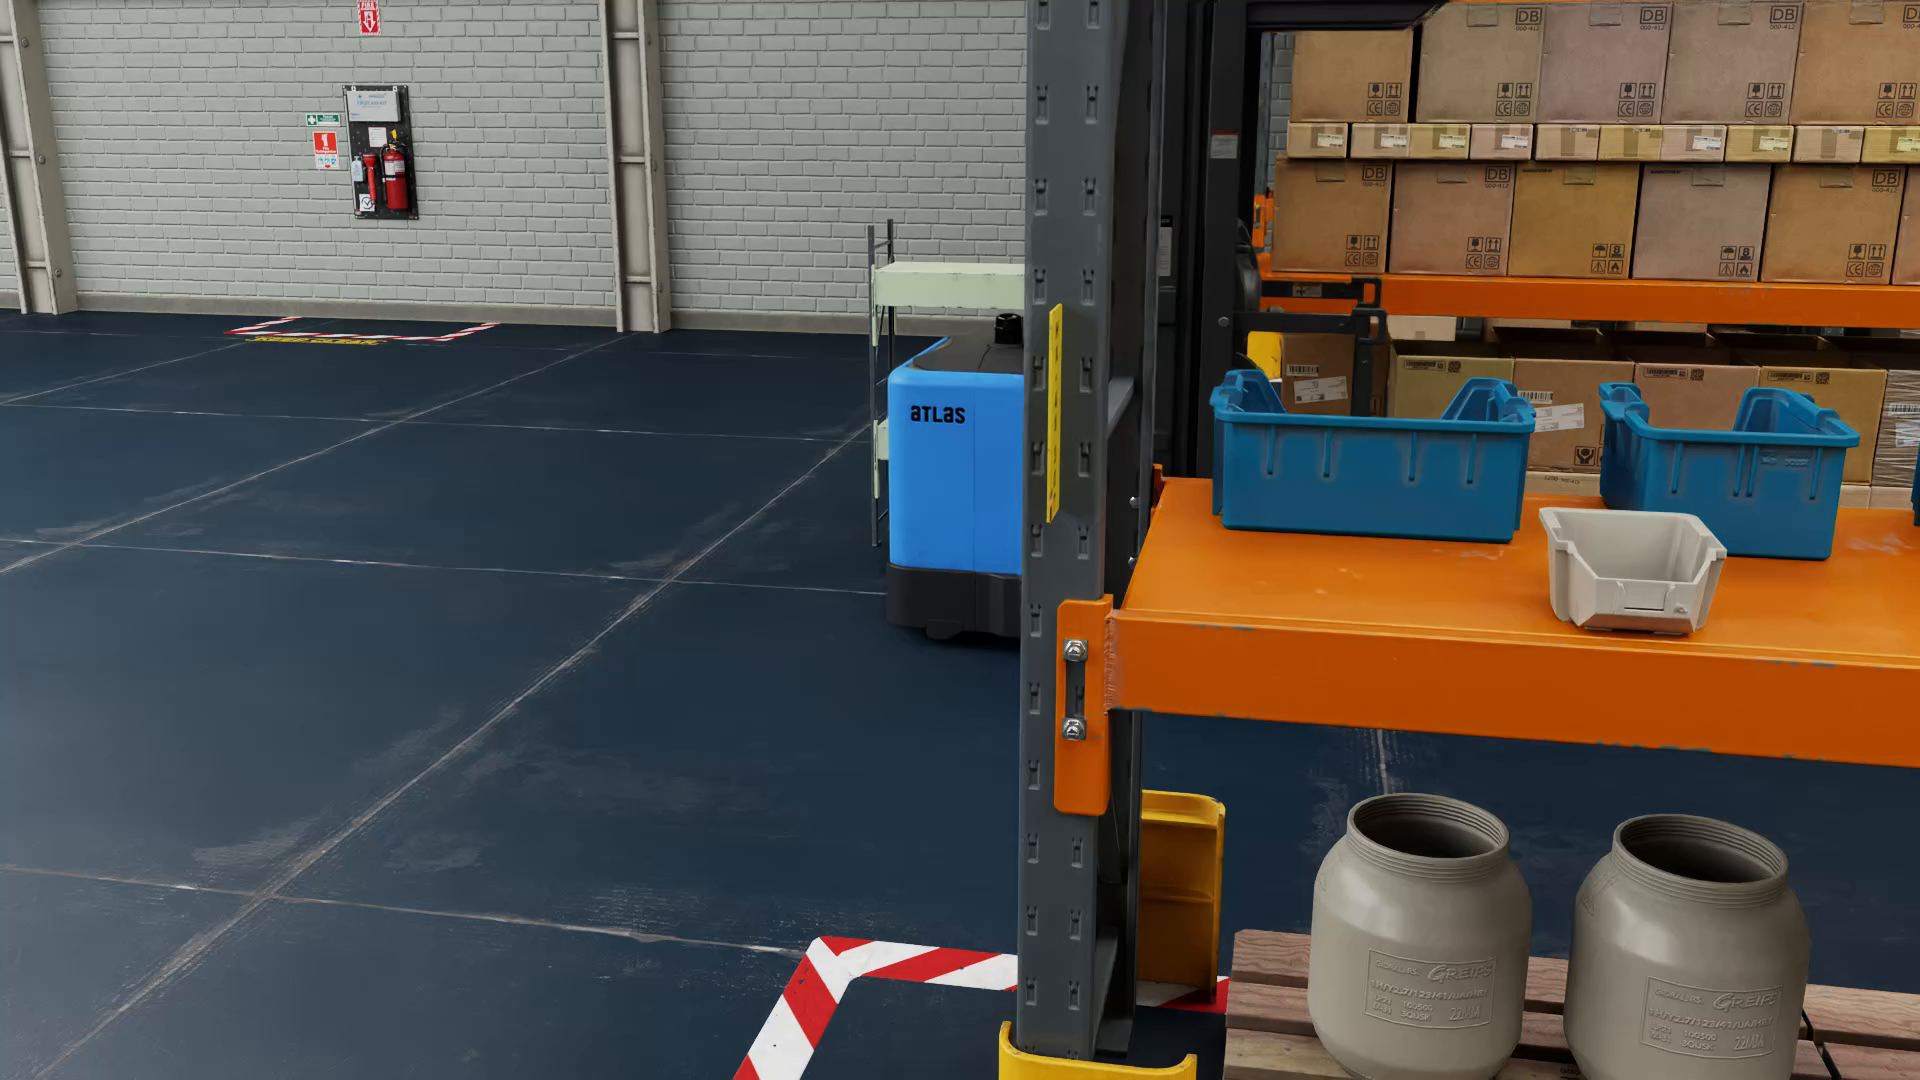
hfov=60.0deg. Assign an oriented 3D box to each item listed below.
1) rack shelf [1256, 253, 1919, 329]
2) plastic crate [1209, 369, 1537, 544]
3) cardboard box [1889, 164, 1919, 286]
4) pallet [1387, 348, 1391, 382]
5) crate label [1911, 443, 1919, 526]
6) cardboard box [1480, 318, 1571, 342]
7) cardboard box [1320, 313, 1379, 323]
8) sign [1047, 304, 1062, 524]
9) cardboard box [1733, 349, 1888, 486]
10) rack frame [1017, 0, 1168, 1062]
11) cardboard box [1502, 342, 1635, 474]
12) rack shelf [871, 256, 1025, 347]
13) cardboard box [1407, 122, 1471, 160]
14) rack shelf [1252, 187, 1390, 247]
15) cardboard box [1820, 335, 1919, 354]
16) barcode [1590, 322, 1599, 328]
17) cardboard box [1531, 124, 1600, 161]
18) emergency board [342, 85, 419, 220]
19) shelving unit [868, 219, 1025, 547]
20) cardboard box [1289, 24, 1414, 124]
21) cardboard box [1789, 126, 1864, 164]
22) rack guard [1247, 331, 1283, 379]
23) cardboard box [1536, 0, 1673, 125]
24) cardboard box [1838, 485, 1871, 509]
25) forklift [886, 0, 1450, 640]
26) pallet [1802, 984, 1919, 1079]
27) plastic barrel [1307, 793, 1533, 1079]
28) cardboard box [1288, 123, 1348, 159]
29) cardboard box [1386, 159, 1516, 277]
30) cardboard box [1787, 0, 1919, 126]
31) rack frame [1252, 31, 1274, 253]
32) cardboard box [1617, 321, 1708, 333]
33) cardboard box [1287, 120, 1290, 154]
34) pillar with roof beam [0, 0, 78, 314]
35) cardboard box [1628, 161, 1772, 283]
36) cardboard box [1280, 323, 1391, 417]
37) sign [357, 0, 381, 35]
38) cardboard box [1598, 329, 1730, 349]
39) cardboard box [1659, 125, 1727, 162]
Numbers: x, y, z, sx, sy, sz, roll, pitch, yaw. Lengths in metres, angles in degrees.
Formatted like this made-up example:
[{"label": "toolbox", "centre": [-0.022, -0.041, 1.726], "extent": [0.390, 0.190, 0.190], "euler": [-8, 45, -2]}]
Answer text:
[{"label": "rack shelf", "centre": [3.210, -1.047, 7.501], "extent": [4.000, 0.370, 1.077], "euler": [3, 16, 11]}, {"label": "plastic crate", "centre": [0.809, -0.185, 3.318], "extent": [0.616, 0.251, 0.499], "euler": [3, 16, 11]}, {"label": "cardboard box", "centre": [4.215, -1.384, 7.182], "extent": [0.500, 0.500, 0.700], "euler": [3, 16, 11]}, {"label": "pallet", "centre": [3.097, -1.396, 12.636], "extent": [1.213, 0.211, 1.003], "euler": [3, 16, 11]}, {"label": "crate label", "centre": [2.117, -0.195, 3.009], "extent": [0.616, 0.435, 0.502], "euler": [3, 16, 11]}, {"label": "cardboard box", "centre": [4.161, -1.661, 12.227], "extent": [0.500, 0.500, 0.700], "euler": [2, 16, 8]}, {"label": "cardboard box", "centre": [2.893, -1.652, 12.550], "extent": [0.500, 0.311, 0.500], "euler": [1, 16, 5]}, {"label": "sign", "centre": [0.145, -0.194, 2.556], "extent": [0.005, 0.325, 0.100], "euler": [3, 16, 11]}, {"label": "cardboard box", "centre": [3.693, -0.549, 7.314], "extent": [0.500, 0.500, 0.500], "euler": [3, 16, 11]}, {"label": "rack frame", "centre": [0.259, -0.205, 3.112], "extent": [0.127, 3.000, 1.000], "euler": [3, 16, 11]}, {"label": "cardboard box", "centre": [2.714, -0.603, 7.509], "extent": [0.500, 0.500, 0.500], "euler": [3, 16, 11]}, {"label": "rack shelf", "centre": [-0.007, -1.099, 7.689], "extent": [0.720, 0.370, 0.431], "euler": [3, 16, 11]}, {"label": "cardboard box", "centre": [2.095, -1.757, 7.313], "extent": [0.250, 0.149, 0.380], "euler": [3, 16, 11]}, {"label": "rack shelf", "centre": [4.193, -2.343, 12.180], "extent": [4.000, 0.370, 1.077], "euler": [3, 16, 11]}, {"label": "cardboard box", "centre": [4.286, -0.657, 7.705], "extent": [0.500, 0.500, 0.500], "euler": [3, 16, 11]}, {"label": "barcode", "centre": [4.744, -1.595, 12.440], "extent": [0.075, 0.075, 0.001], "euler": [3, 16, 11]}, {"label": "cardboard box", "centre": [2.603, -1.729, 7.213], "extent": [0.250, 0.149, 0.380], "euler": [3, 16, 9]}, {"label": "emergency board", "centre": [-5.202, -3.446, 14.813], "extent": [0.643, 1.169, 0.194], "euler": [3, 16, 11]}, {"label": "shelving unit", "centre": [-0.007, -0.723, 7.793], "extent": [0.755, 1.500, 0.431], "euler": [3, 16, 11]}, {"label": "cardboard box", "centre": [1.757, -2.143, 7.490], "extent": [0.500, 0.500, 0.700], "euler": [3, 16, 11]}, {"label": "cardboard box", "centre": [3.616, -1.675, 7.016], "extent": [0.250, 0.149, 0.380], "euler": [4, 16, 13]}, {"label": "rack guard", "centre": [2.308, -1.588, 12.787], "extent": [0.348, 0.500, 1.175], "euler": [3, 16, 11]}, {"label": "cardboard box", "centre": [2.767, -2.089, 7.299], "extent": [0.500, 0.500, 0.700], "euler": [3, 16, 11]}, {"label": "cardboard box", "centre": [3.691, -0.184, 7.402], "extent": [0.500, 0.250, 0.500], "euler": [3, 16, 11]}, {"label": "forklift", "centre": [1.282, -1.057, 6.317], "extent": [3.031, 2.935, 1.130], "euler": [3, 16, 12]}, {"label": "pallet", "centre": [2.330, 1.241, 3.116], "extent": [1.213, 0.211, 1.003], "euler": [3, 16, 11]}, {"label": "plastic barrel", "centre": [0.919, 0.807, 3.334], "extent": [0.421, 0.512, 0.421], "euler": [0, 15, 0]}, {"label": "cardboard box", "centre": [1.591, -1.784, 7.410], "extent": [0.250, 0.149, 0.380], "euler": [3, 16, 11]}, {"label": "cardboard box", "centre": [2.220, -1.494, 7.577], "extent": [0.500, 0.500, 0.700], "euler": [4, 16, 13]}, {"label": "cardboard box", "centre": [3.747, -2.036, 7.106], "extent": [0.500, 0.500, 0.700], "euler": [3, 16, 11]}, {"label": "rack frame", "centre": [2.233, -2.796, 12.468], "extent": [0.127, 3.000, 1.000], "euler": [3, 16, 11]}, {"label": "cardboard box", "centre": [5.128, -1.636, 12.136], "extent": [0.500, 0.500, 0.500], "euler": [2, 16, 7]}, {"label": "cardboard box", "centre": [1.662, -1.891, 7.795], "extent": [0.250, 0.149, 0.380], "euler": [3, 16, 10]}, {"label": "pillar with roof beam", "centre": [-9.526, -5.389, 10.588], "extent": [0.400, 9.000, 9.100], "euler": [3, 16, 11]}, {"label": "cardboard box", "centre": [3.222, -1.439, 7.379], "extent": [0.500, 0.500, 0.700], "euler": [4, 16, 13]}, {"label": "cardboard box", "centre": [1.835, -0.788, 8.178], "extent": [0.500, 0.500, 0.500], "euler": [3, 16, 11]}, {"label": "sign", "centre": [-5.190, -4.590, 14.599], "extent": [0.199, 0.298, 0.001], "euler": [3, 16, 11]}, {"label": "cardboard box", "centre": [3.307, -0.712, 7.902], "extent": [0.500, 0.500, 0.500], "euler": [3, 16, 11]}, {"label": "cardboard box", "centre": [3.097, -1.702, 7.114], "extent": [0.250, 0.149, 0.380], "euler": [3, 16, 12]}]
